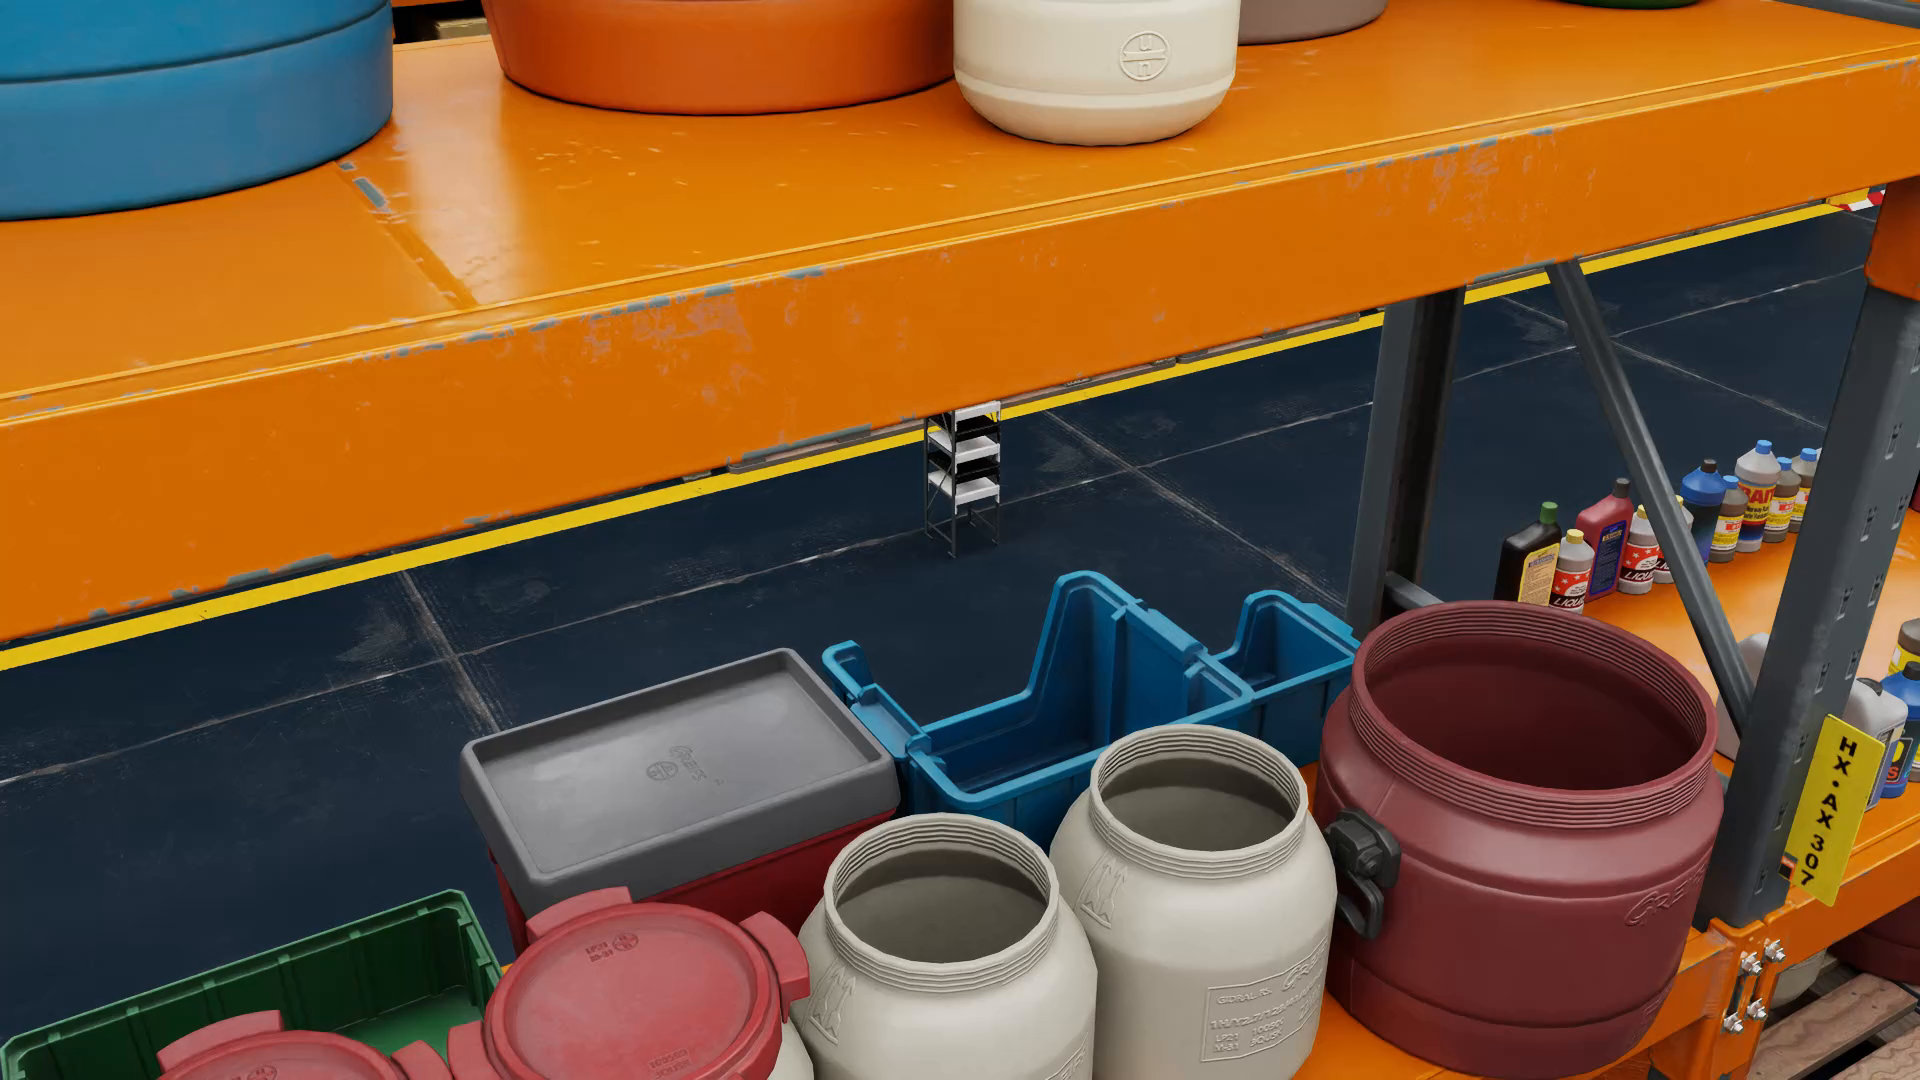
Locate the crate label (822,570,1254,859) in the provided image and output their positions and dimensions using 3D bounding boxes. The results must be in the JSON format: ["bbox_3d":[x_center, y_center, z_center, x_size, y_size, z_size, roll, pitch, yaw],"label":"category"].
[{"bbox_3d":[0.124,0.398,2.888,0.616,0.435,0.502,-16,33,-26],"label":"crate label"}]

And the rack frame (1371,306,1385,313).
[{"bbox_3d":[2.060,-2.761,8.648,0.127,3.000,1.000,-16,33,-26],"label":"rack frame"}]

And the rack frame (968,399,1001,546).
[{"bbox_3d":[0.095,-0.421,6.581,0.006,0.900,0.240,-16,33,-26],"label":"rack frame"}]

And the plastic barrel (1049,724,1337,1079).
[{"bbox_3d":[0.339,0.575,2.489,0.421,0.512,0.421,0,29,0],"label":"plastic barrel"}]

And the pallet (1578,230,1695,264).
[{"bbox_3d":[3.706,-2.008,10.171,1.213,0.211,1.003,-16,33,-26],"label":"pallet"}]

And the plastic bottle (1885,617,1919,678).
[{"bbox_3d":[1.974,0.238,3.420,0.097,0.201,0.097,0,29,0],"label":"plastic bottle"}]

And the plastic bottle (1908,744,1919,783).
[{"bbox_3d":[1.852,0.358,3.203,0.097,0.201,0.097,0,29,0],"label":"plastic bottle"}]

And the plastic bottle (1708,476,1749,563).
[{"bbox_3d":[1.810,-0.056,3.952,0.097,0.201,0.097,0,29,0],"label":"plastic bottle"}]

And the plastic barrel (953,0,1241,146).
[{"bbox_3d":[0.140,-0.561,1.702,0.301,0.262,0.301,0,29,0],"label":"plastic barrel"}]

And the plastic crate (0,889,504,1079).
[{"bbox_3d":[-0.972,0.811,2.396,0.662,0.188,0.450,-16,33,-26],"label":"plastic crate"}]

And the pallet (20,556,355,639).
[{"bbox_3d":[-3.169,-0.079,6.674,1.213,0.211,1.003,-16,33,-26],"label":"pallet"}]

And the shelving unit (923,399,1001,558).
[{"bbox_3d":[0.007,-0.396,6.536,0.210,0.900,0.258,-16,33,-26],"label":"shelving unit"}]

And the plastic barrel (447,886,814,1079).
[{"bbox_3d":[-0.389,0.774,2.102,0.433,0.535,0.433,0,29,0],"label":"plastic barrel"}]

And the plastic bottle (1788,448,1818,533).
[{"bbox_3d":[2.062,-0.127,4.082,0.097,0.201,0.097,0,29,0],"label":"plastic bottle"}]

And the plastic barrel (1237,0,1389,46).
[{"bbox_3d":[0.300,-1.139,2.087,0.600,0.901,0.600,0,29,0],"label":"plastic barrel"}]

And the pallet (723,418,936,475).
[{"bbox_3d":[-0.726,-0.728,7.850,1.213,0.211,1.003,-16,33,-26],"label":"pallet"}]

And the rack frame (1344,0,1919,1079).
[{"bbox_3d":[1.118,0.283,3.133,0.127,3.000,1.000,-16,33,-26],"label":"rack frame"}]

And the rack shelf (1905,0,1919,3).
[{"bbox_3d":[2.842,-1.205,3.469,4.000,0.370,1.077,-16,33,-26],"label":"rack shelf"}]

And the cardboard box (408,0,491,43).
[{"bbox_3d":[-3.201,-3.212,11.257,0.750,0.750,0.750,-16,33,-27],"label":"cardboard box"}]

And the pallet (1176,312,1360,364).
[{"bbox_3d":[1.378,-1.325,8.933,1.213,0.211,1.003,-16,33,-26],"label":"pallet"}]

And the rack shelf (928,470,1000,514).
[{"bbox_3d":[0.007,-0.209,6.639,0.200,0.077,0.258,-16,33,-26],"label":"rack shelf"}]

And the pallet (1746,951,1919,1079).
[{"bbox_3d":[1.776,1.293,4.188,1.213,0.211,1.003,-16,33,-26],"label":"pallet"}]

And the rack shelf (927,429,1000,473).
[{"bbox_3d":[0.007,-0.367,6.552,0.200,0.077,0.258,-16,33,-26],"label":"rack shelf"}]

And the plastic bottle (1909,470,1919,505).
[{"bbox_3d":[2.394,-0.274,4.193,0.185,0.351,0.144,-16,33,-26],"label":"plastic bottle"}]

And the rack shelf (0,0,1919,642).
[{"bbox_3d":[-0.607,-0.226,1.695,4.000,0.370,1.077,-16,33,-26],"label":"rack shelf"}]

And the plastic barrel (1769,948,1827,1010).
[{"bbox_3d":[1.972,0.886,4.181,0.421,0.512,0.421,0,29,0],"label":"plastic barrel"}]

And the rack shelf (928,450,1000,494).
[{"bbox_3d":[0.007,-0.288,6.596,0.200,0.077,0.258,-16,33,-26],"label":"rack shelf"}]

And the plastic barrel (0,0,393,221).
[{"bbox_3d":[-0.875,-0.806,1.483,0.708,0.901,0.600,-16,33,-26],"label":"plastic barrel"}]

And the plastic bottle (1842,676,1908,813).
[{"bbox_3d":[1.655,0.366,3.111,0.135,0.276,0.152,-16,33,-26],"label":"plastic bottle"}]

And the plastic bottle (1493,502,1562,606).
[{"bbox_3d":[1.250,0.057,3.663,0.133,0.283,0.061,-16,33,-26],"label":"plastic bottle"}]

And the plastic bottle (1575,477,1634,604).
[{"bbox_3d":[1.449,0.001,3.765,0.133,0.283,0.061,-16,33,-26],"label":"plastic bottle"}]

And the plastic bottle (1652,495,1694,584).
[{"bbox_3d":[1.642,-0.008,3.866,0.097,0.201,0.097,0,29,0],"label":"plastic bottle"}]

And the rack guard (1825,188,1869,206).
[{"bbox_3d":[5.443,-2.627,10.993,0.348,0.500,1.175,-16,33,-26],"label":"rack guard"}]
